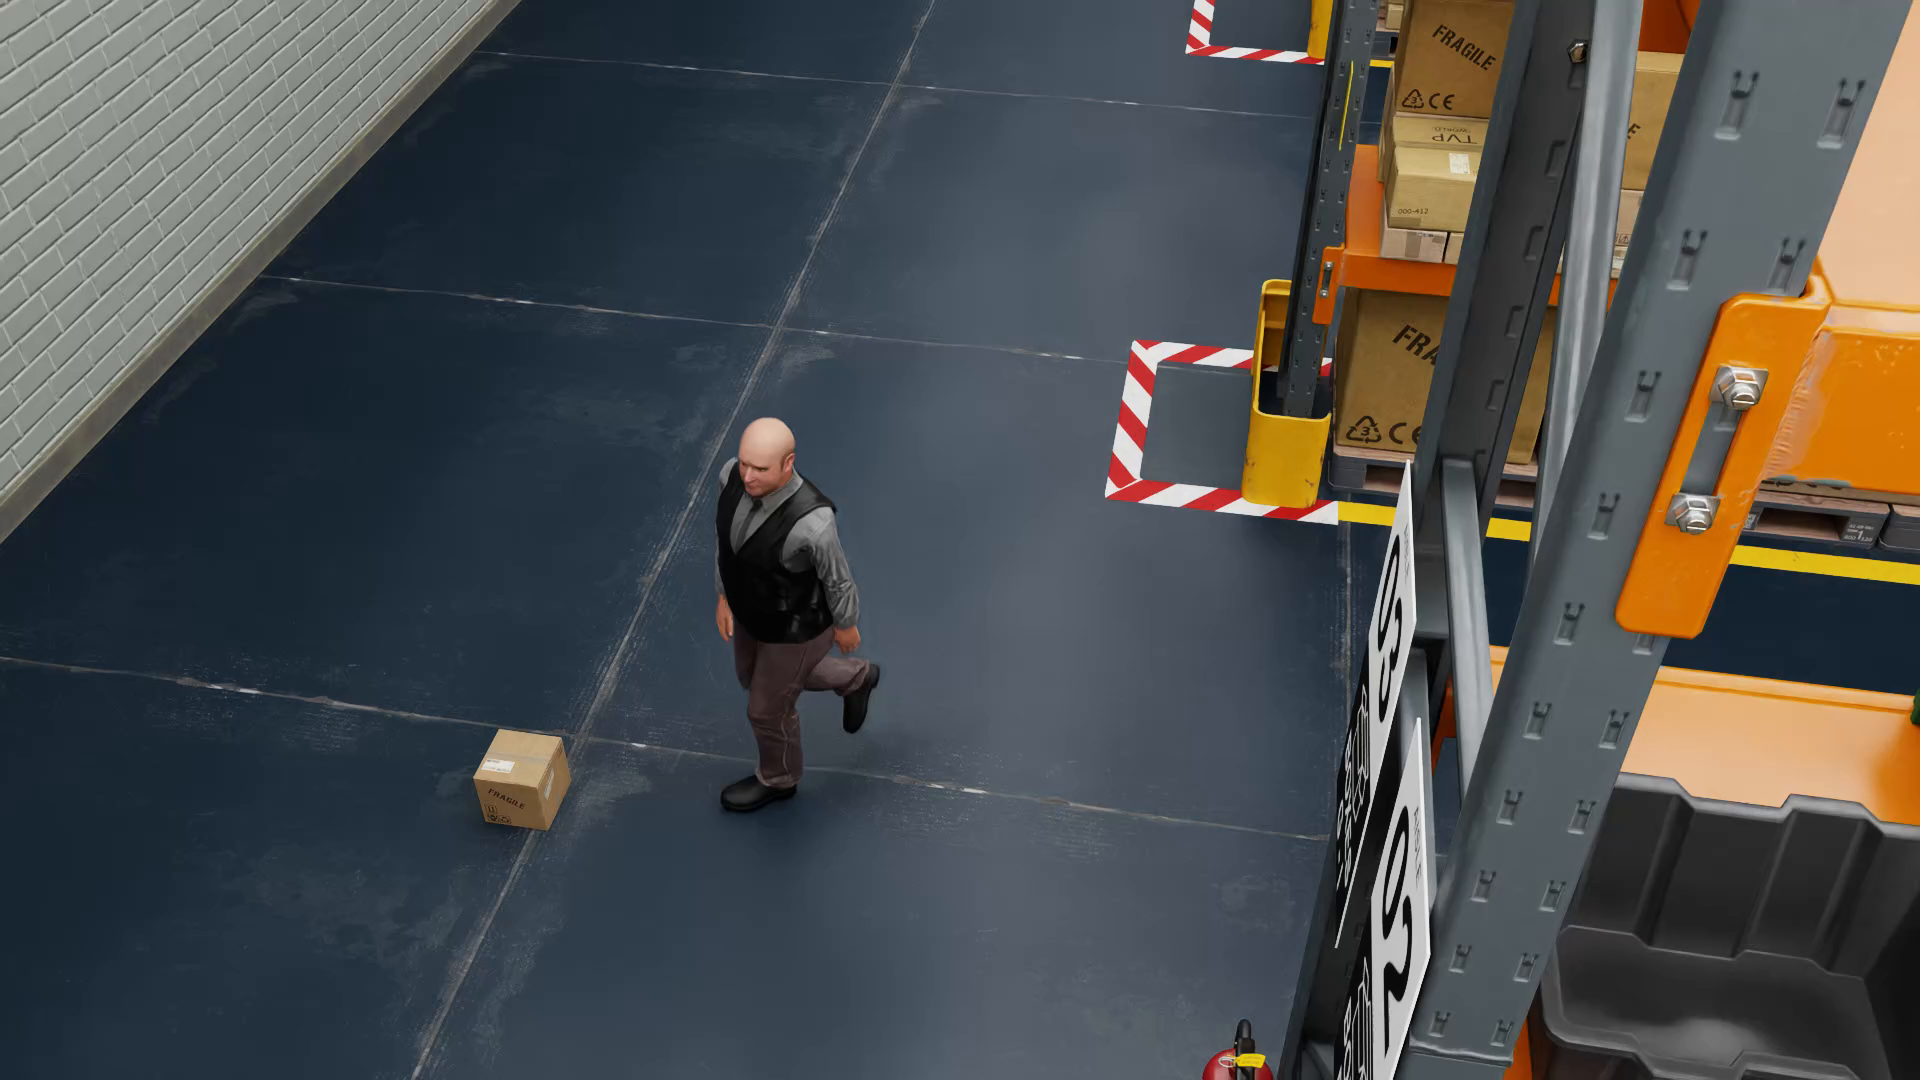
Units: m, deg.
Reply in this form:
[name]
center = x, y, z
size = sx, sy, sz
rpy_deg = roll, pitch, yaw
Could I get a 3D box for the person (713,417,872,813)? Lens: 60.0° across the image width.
[person]
center = -0.598, 0.248, 5.874
size = 0.701, 1.708, 0.500
rpy_deg = -24, 46, -26
